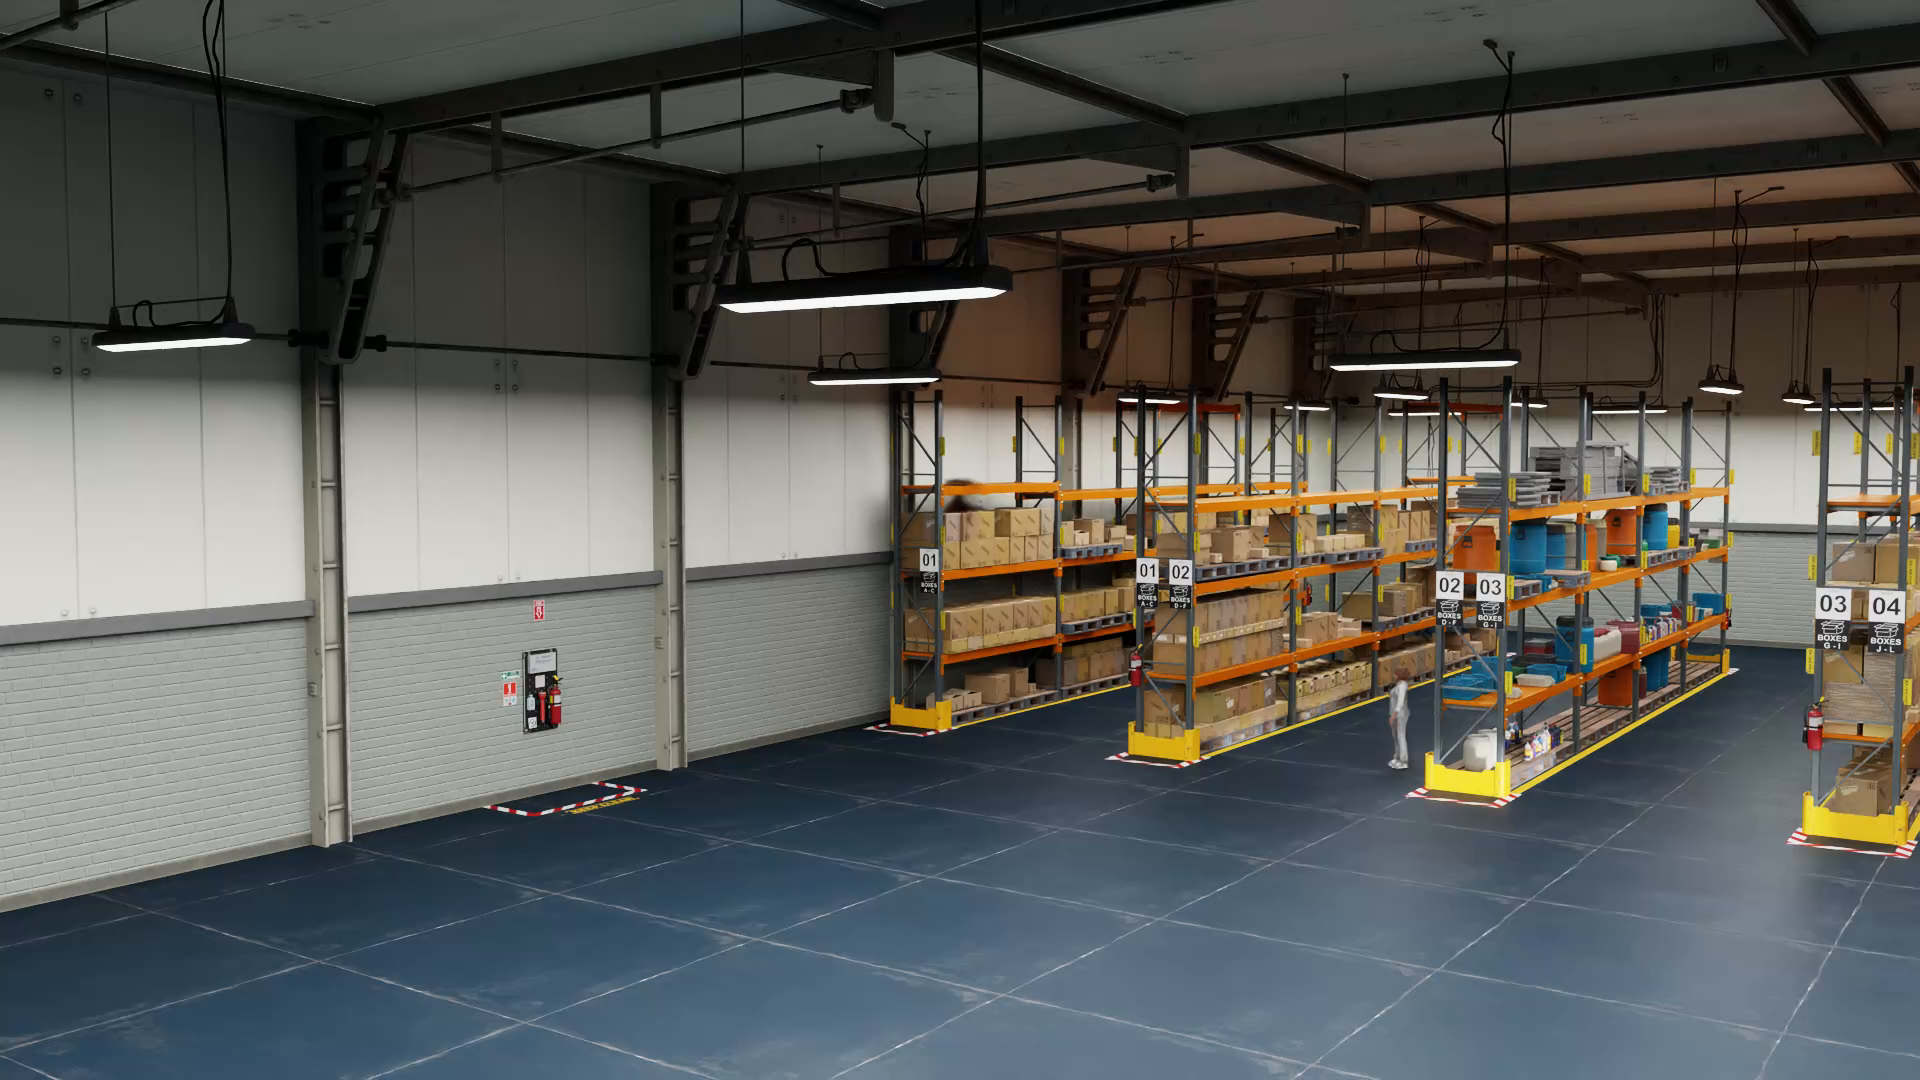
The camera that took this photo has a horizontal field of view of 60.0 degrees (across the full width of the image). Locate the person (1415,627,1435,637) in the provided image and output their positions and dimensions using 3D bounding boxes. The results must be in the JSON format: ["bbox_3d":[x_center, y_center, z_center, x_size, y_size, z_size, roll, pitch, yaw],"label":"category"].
[{"bbox_3d":[11.507,1.915,41.101,0.856,1.534,0.448,0,3,6],"label":"person"}]

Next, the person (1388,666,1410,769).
[{"bbox_3d":[6.813,2.754,25.880,0.355,1.606,0.436,0,3,-3],"label":"person"}]
